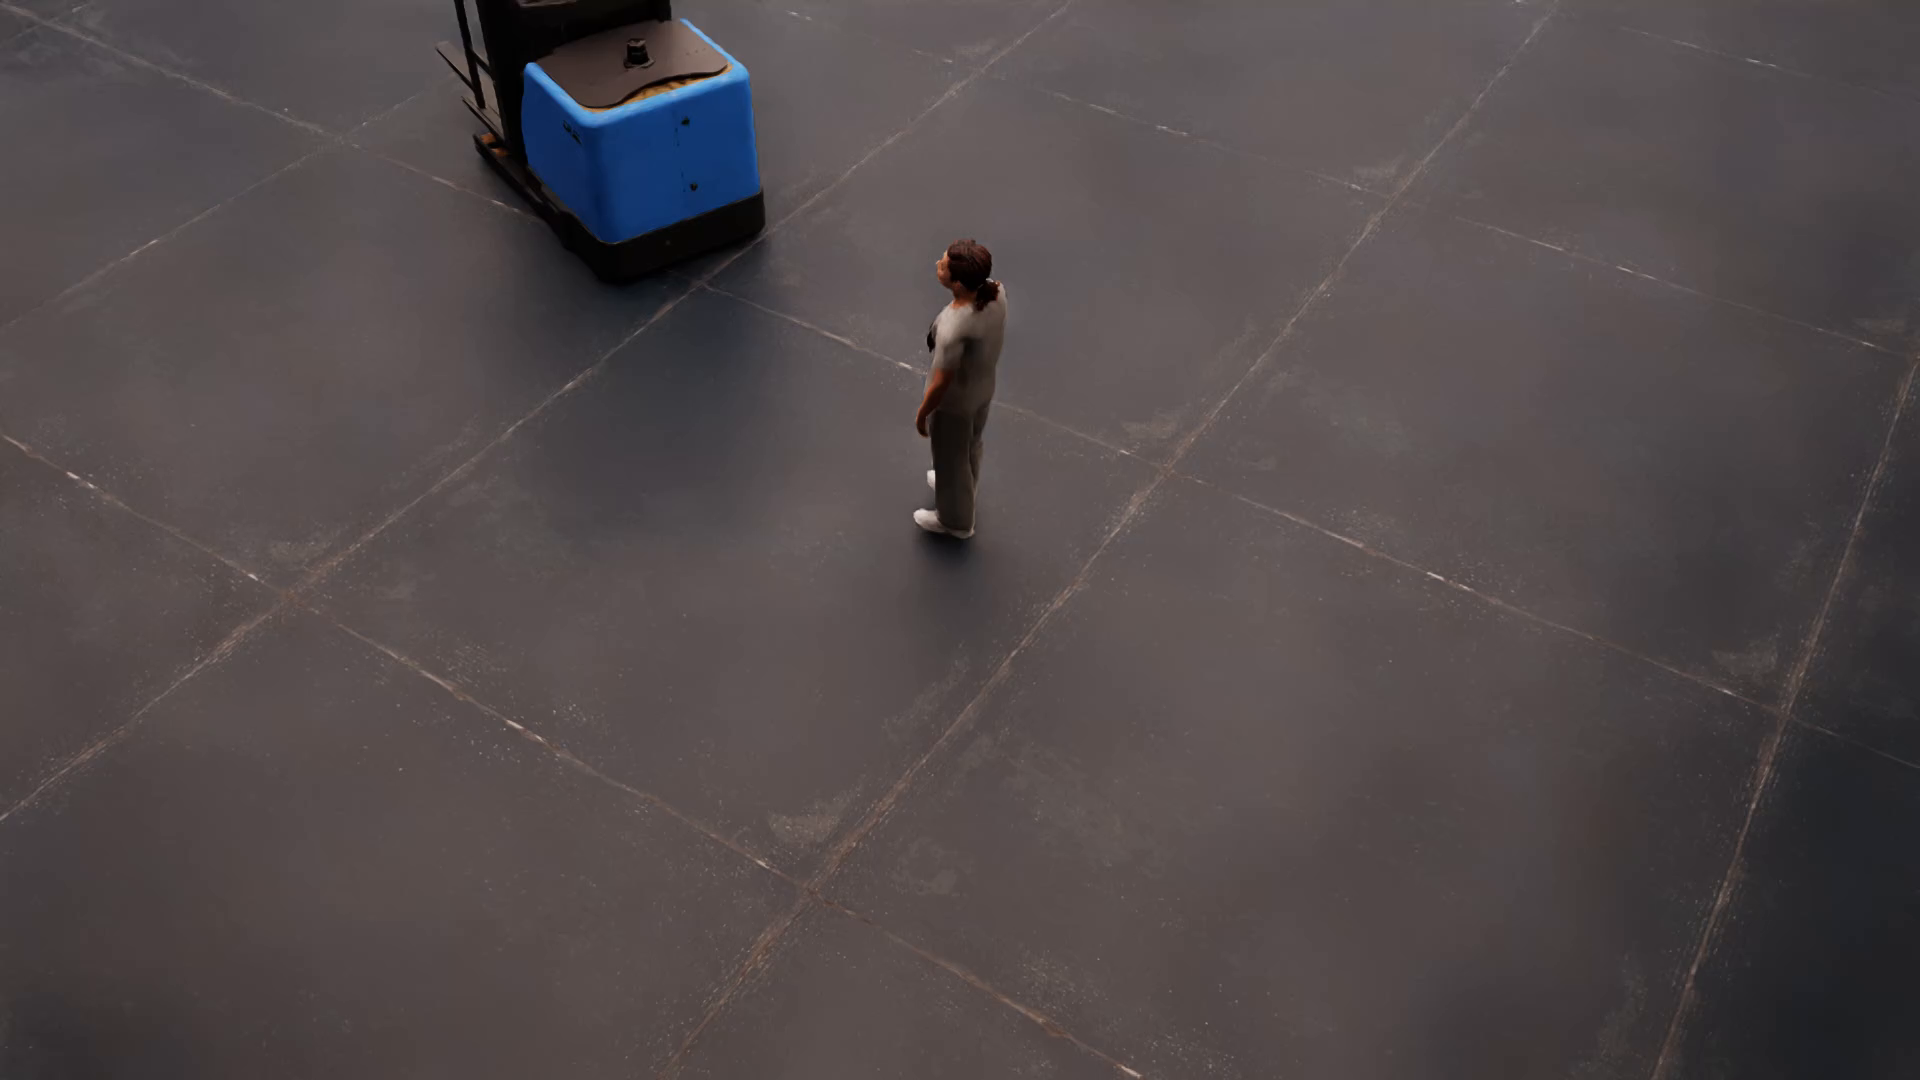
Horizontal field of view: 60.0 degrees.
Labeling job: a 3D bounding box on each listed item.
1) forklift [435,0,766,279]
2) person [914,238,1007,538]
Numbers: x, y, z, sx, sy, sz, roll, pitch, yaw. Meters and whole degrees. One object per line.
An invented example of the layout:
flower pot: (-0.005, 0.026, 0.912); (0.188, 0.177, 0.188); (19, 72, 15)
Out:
forklift: (-2.399, -3.522, 9.563); (1.130, 2.935, 3.031); (-25, 49, -24)
person: (-0.054, -0.677, 7.407); (0.549, 1.673, 0.550); (24, 48, 23)
